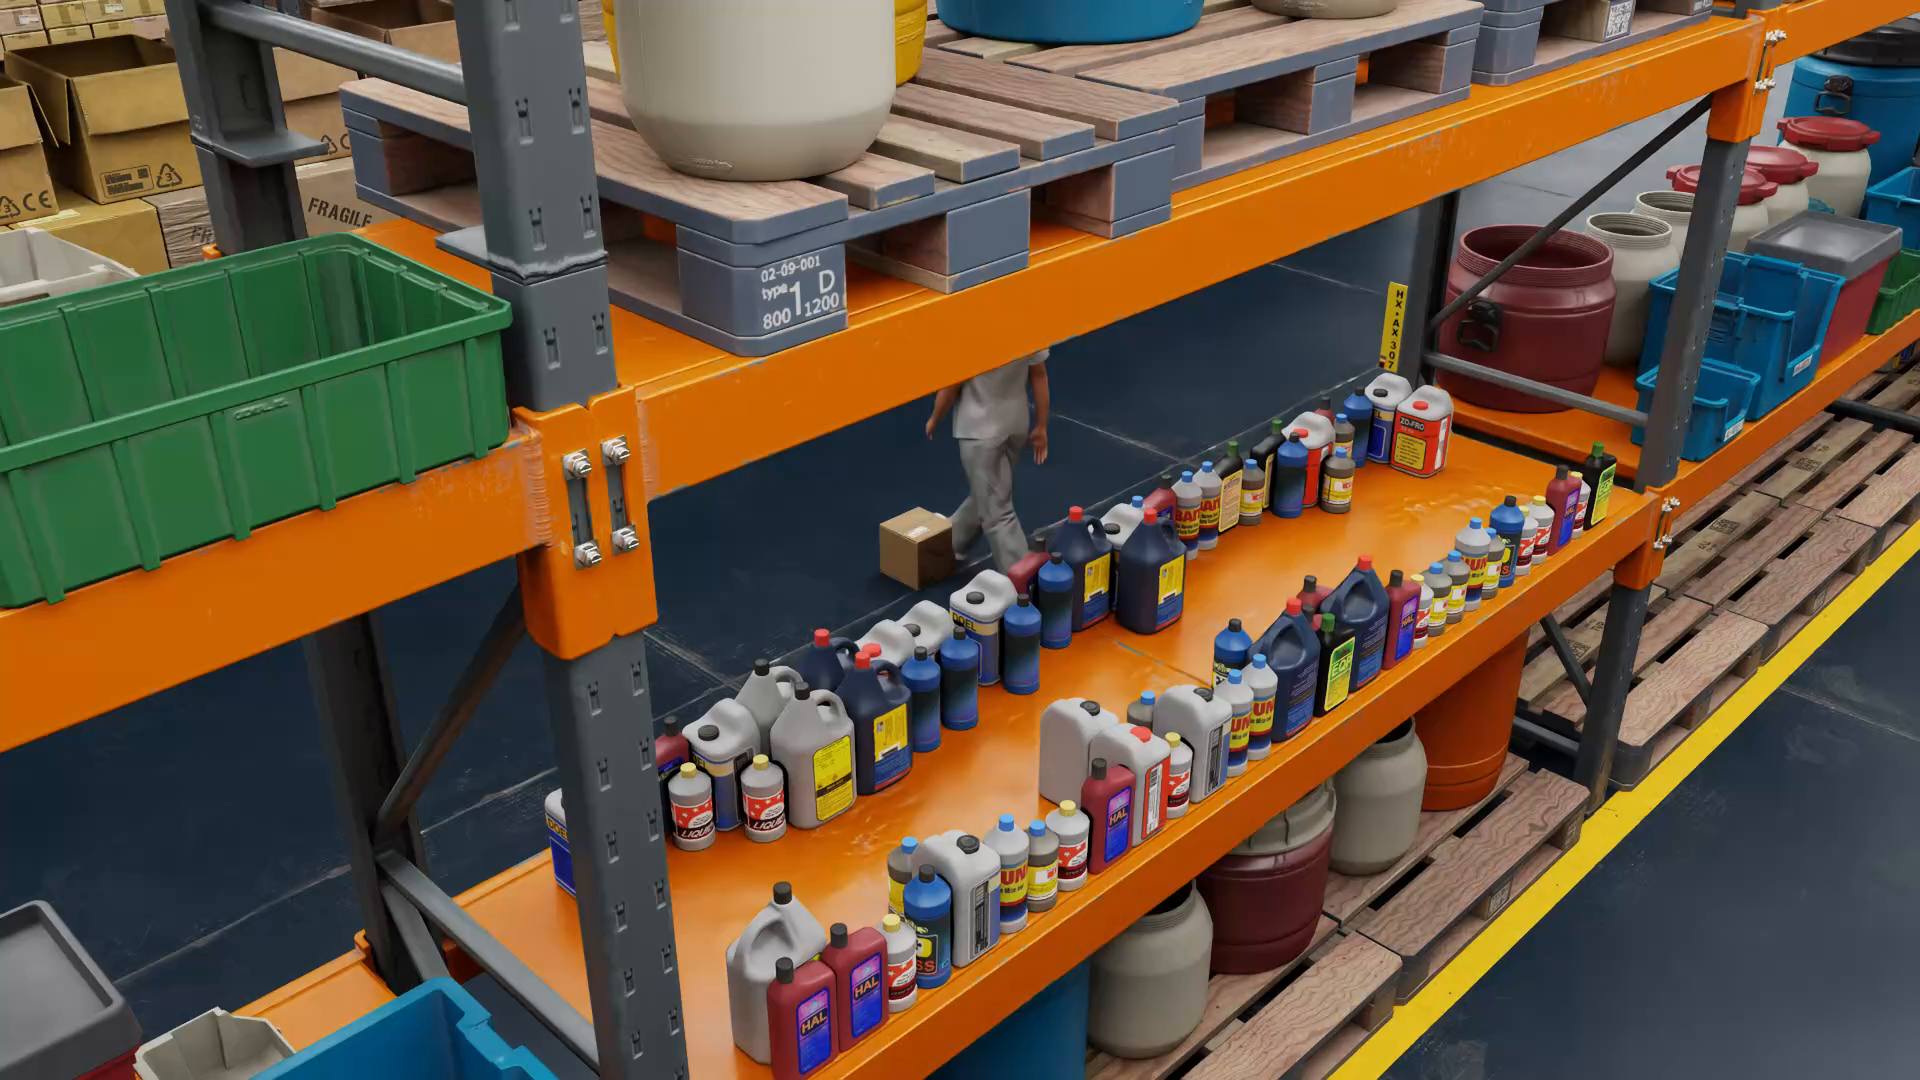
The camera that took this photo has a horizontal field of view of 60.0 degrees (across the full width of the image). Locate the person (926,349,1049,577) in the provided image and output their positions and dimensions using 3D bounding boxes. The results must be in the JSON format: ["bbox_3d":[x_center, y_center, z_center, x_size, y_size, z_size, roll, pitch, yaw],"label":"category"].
[{"bbox_3d":[0.049,-0.494,7.040,0.450,1.630,0.939,-22,35,-35],"label":"person"}]
